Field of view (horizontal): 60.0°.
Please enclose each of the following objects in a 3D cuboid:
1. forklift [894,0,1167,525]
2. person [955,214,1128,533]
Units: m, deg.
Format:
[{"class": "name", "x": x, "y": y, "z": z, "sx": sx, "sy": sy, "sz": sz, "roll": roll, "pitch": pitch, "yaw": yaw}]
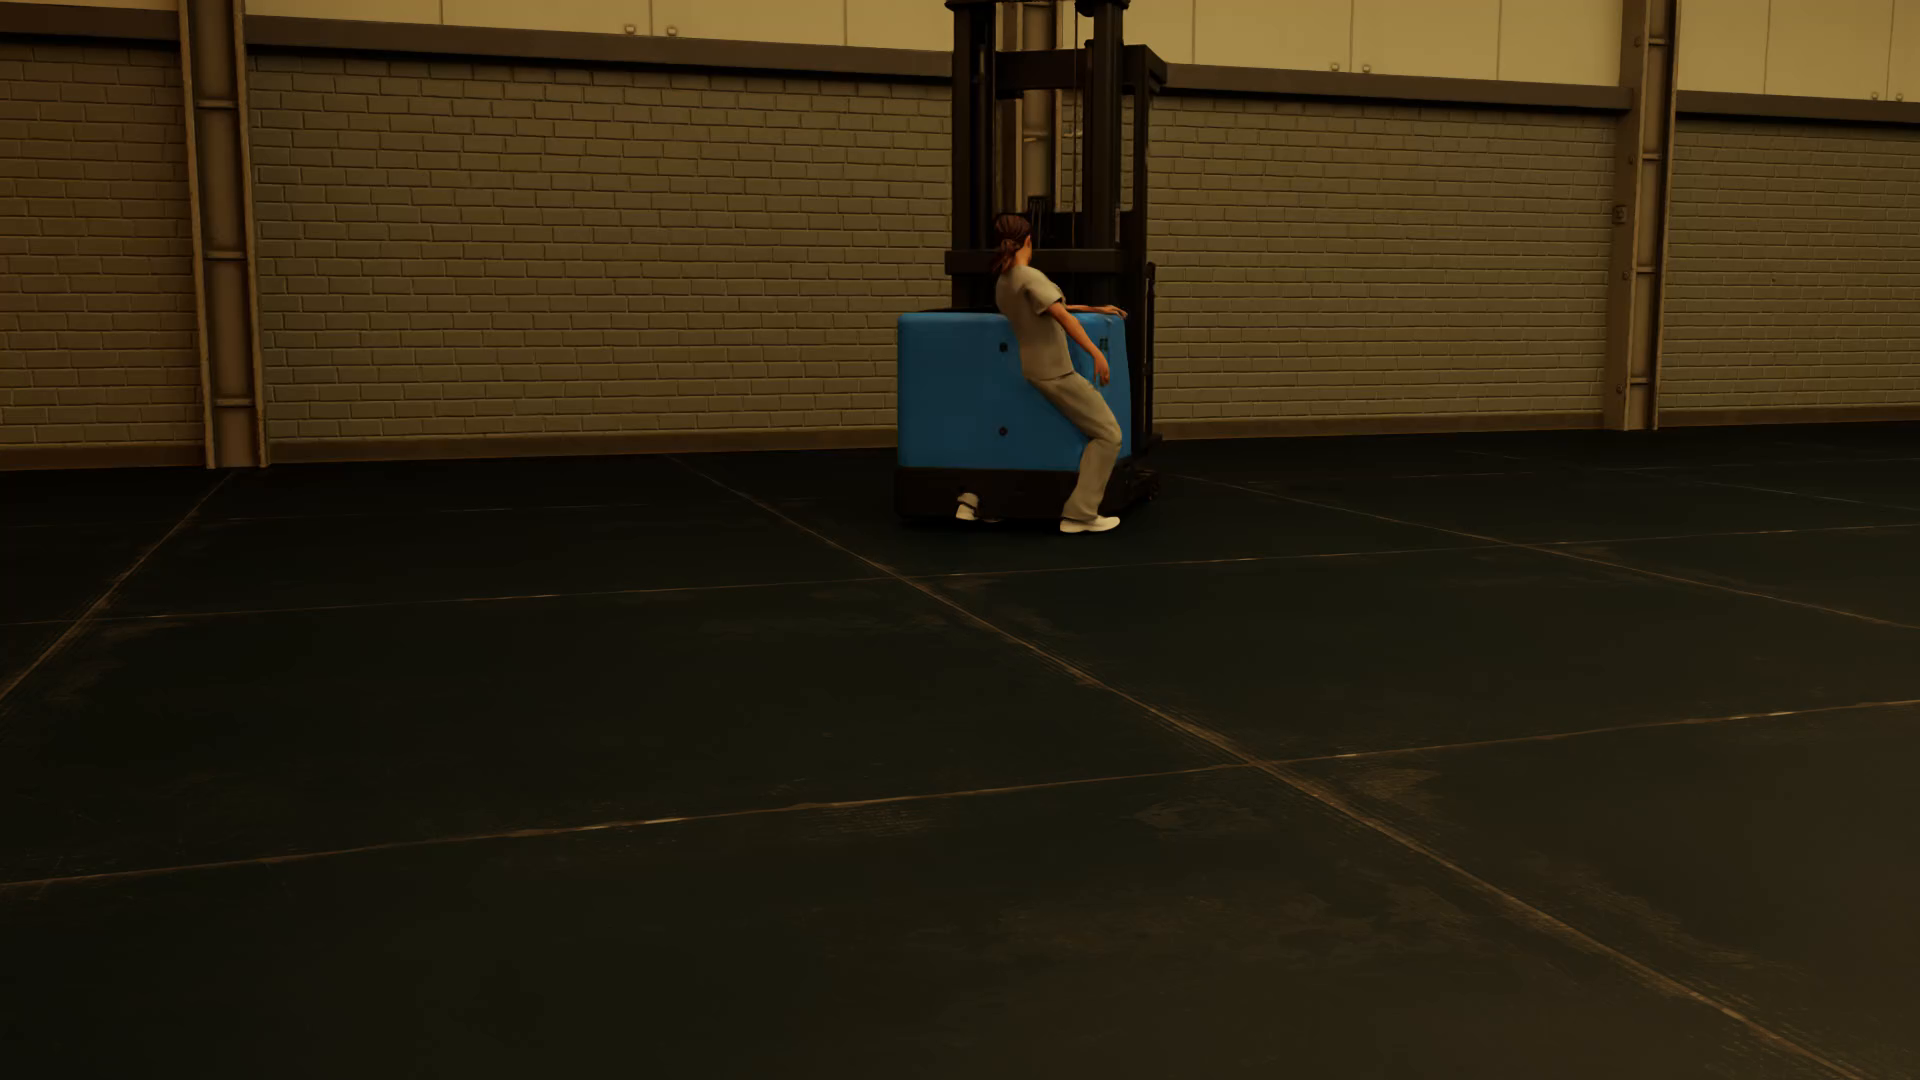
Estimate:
[{"class": "forklift", "x": 0.557, "y": -1.687, "z": 9.451, "sx": 1.130, "sy": 2.935, "sz": 3.031, "roll": 2, "pitch": 8, "yaw": 15}, {"class": "person", "x": 0.474, "y": -0.809, "z": 8.106, "sx": 0.776, "sy": 1.533, "sz": 0.766, "roll": -6, "pitch": 10, "yaw": -37}]
